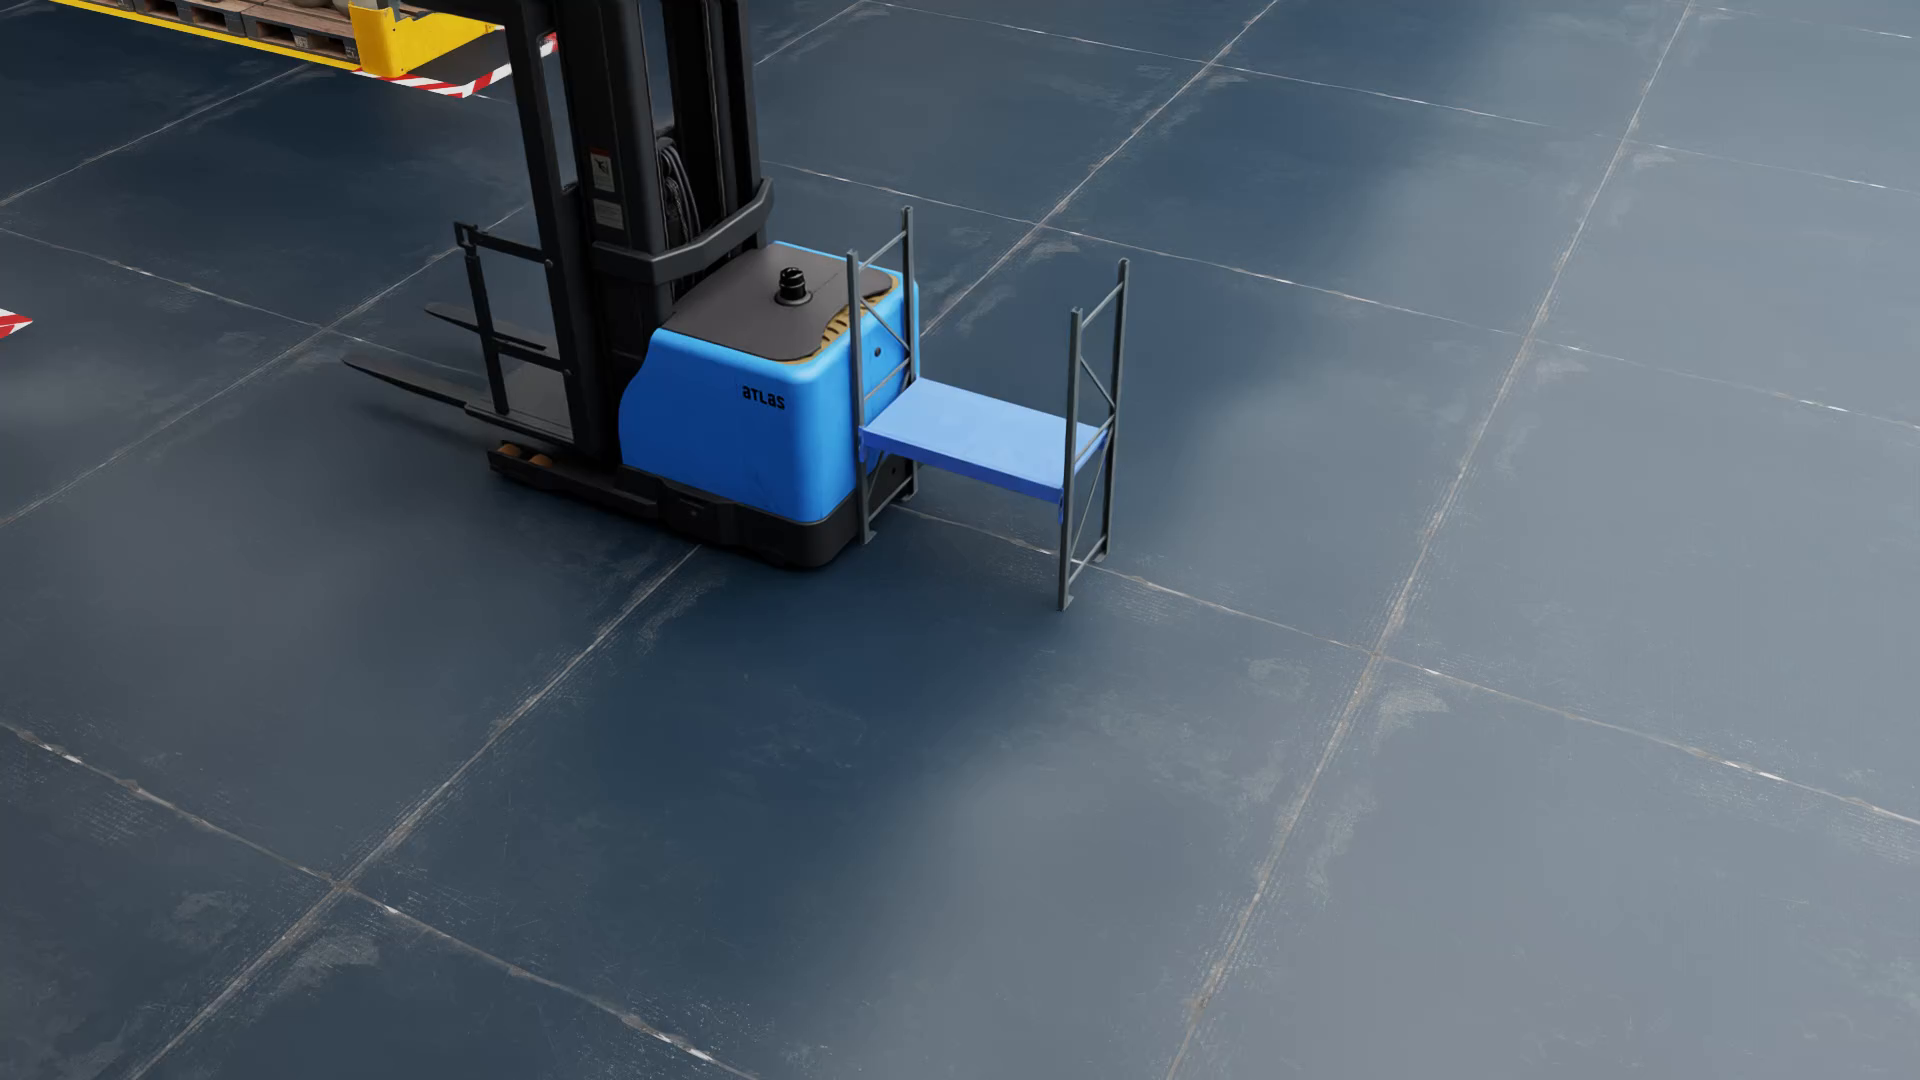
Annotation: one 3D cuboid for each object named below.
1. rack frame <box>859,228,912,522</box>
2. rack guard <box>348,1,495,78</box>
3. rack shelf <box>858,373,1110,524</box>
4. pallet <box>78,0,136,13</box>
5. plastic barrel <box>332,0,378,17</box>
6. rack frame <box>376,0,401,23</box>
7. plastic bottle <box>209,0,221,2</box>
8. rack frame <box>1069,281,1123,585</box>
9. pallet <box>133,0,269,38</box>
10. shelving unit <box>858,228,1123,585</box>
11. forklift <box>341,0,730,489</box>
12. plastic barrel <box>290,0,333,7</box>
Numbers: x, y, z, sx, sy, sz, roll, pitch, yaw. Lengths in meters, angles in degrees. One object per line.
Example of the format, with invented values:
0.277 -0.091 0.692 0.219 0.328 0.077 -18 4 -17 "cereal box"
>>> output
-0.335 -0.708 7.442 0.013 1.308 0.475 18 41 22 "rack frame"
-4.038 -3.942 12.530 0.348 0.500 1.175 17 41 21 "rack guard"
0.112 -0.418 7.358 1.000 0.185 0.538 18 41 22 "rack shelf"
-6.923 -4.734 13.812 1.213 0.211 1.003 17 41 21 "pallet"
-4.568 -4.260 12.591 0.421 0.512 0.421 0 37 0 "plastic barrel"
-3.949 -4.942 11.779 0.127 3.000 1.000 17 41 21 "rack frame"
-5.781 -4.278 12.855 0.097 0.201 0.097 0 37 0 "plastic bottle"
0.561 -0.417 7.059 0.013 1.308 0.475 18 41 22 "rack frame"
-5.836 -4.396 13.366 1.213 0.211 1.003 17 41 21 "pallet"
0.112 -0.562 7.249 1.030 1.308 0.538 18 41 22 "shelving unit"
-1.718 -1.678 7.536 3.031 2.935 1.121 18 41 22 "forklift"
-5.013 -4.399 12.775 0.421 0.512 0.421 0 37 0 "plastic barrel"
